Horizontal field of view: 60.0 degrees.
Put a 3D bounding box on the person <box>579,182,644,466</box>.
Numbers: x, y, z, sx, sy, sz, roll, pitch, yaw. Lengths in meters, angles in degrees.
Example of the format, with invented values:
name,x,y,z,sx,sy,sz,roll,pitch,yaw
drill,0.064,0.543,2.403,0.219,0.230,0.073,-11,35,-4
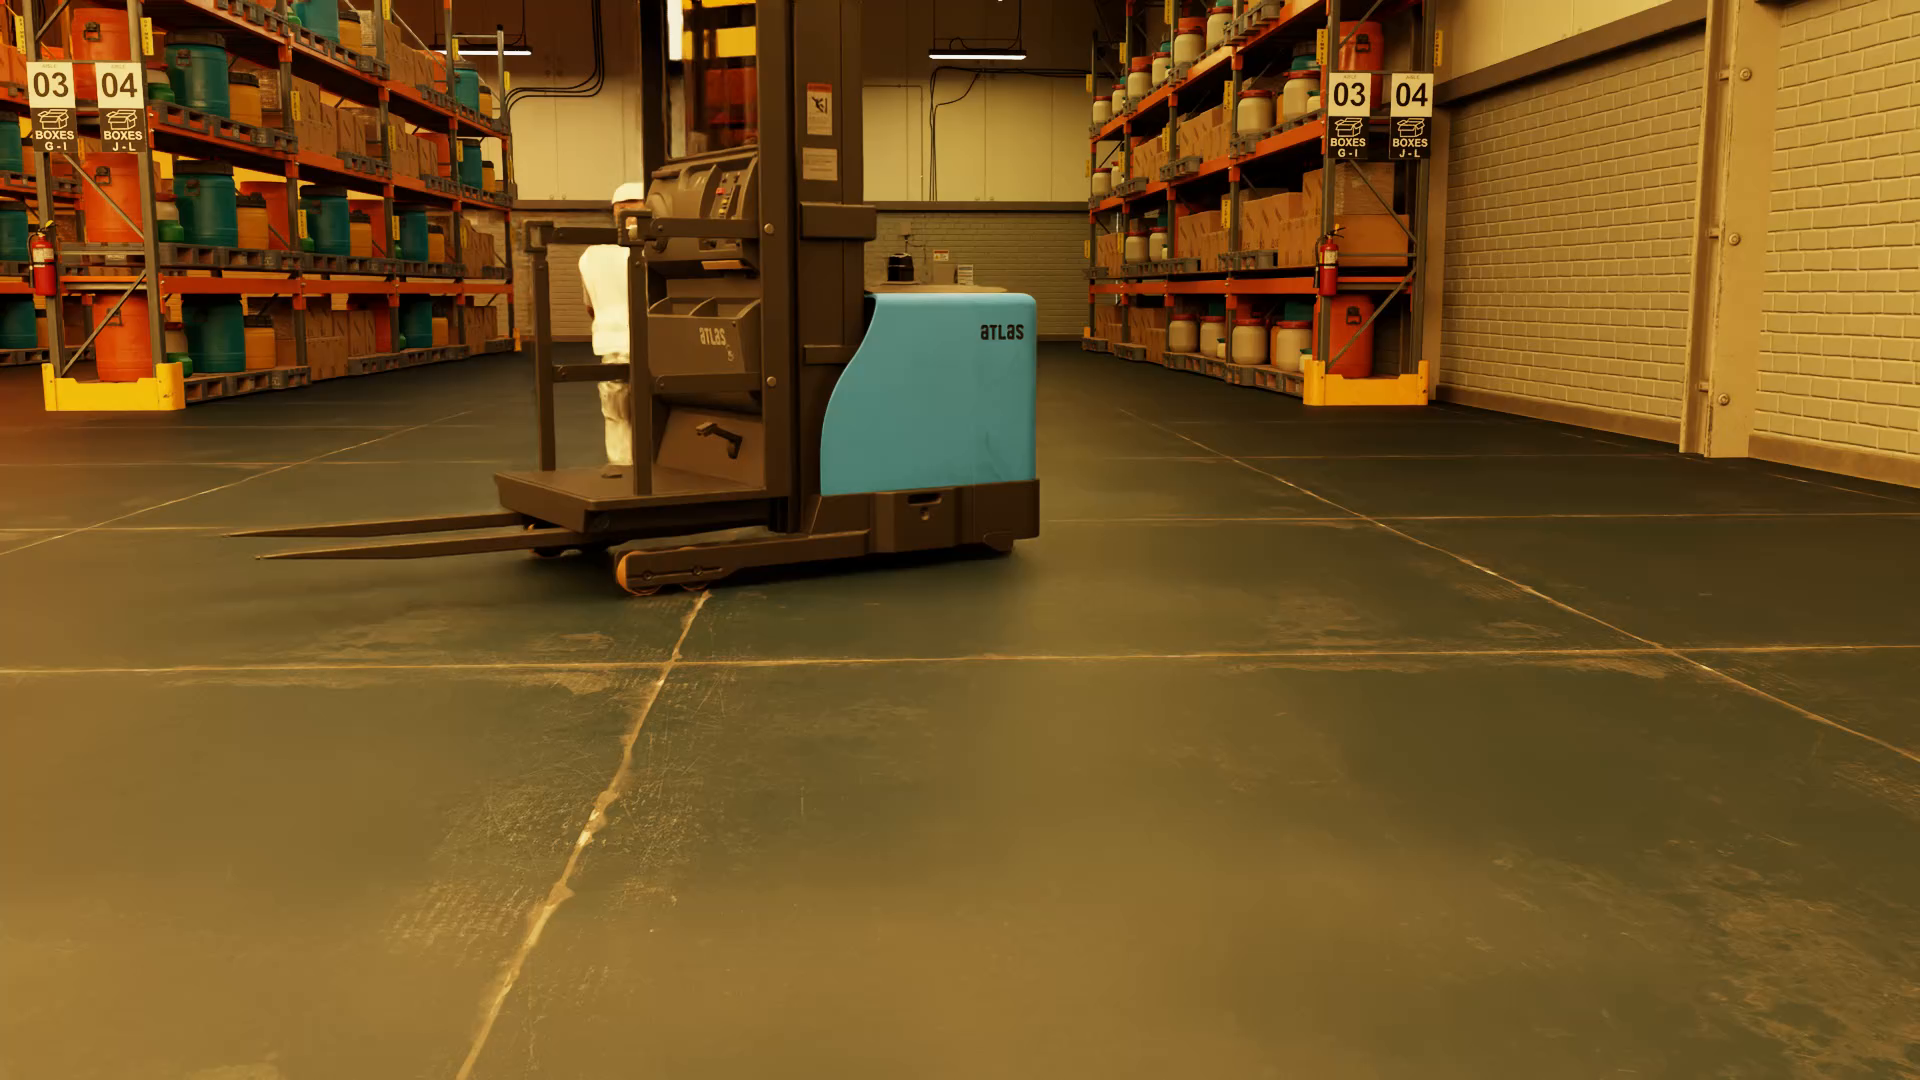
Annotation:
name,x,y,z,sx,sy,sz,roll,pitch,yaw
person,-1.540,-1.000,8.537,0.874,1.646,0.854,2,9,12

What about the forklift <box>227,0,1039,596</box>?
name,x,y,z,sx,sy,sz,roll,pitch,yaw
forklift,-1.183,-1.336,6.328,3.031,2.935,1.130,-6,10,-33
